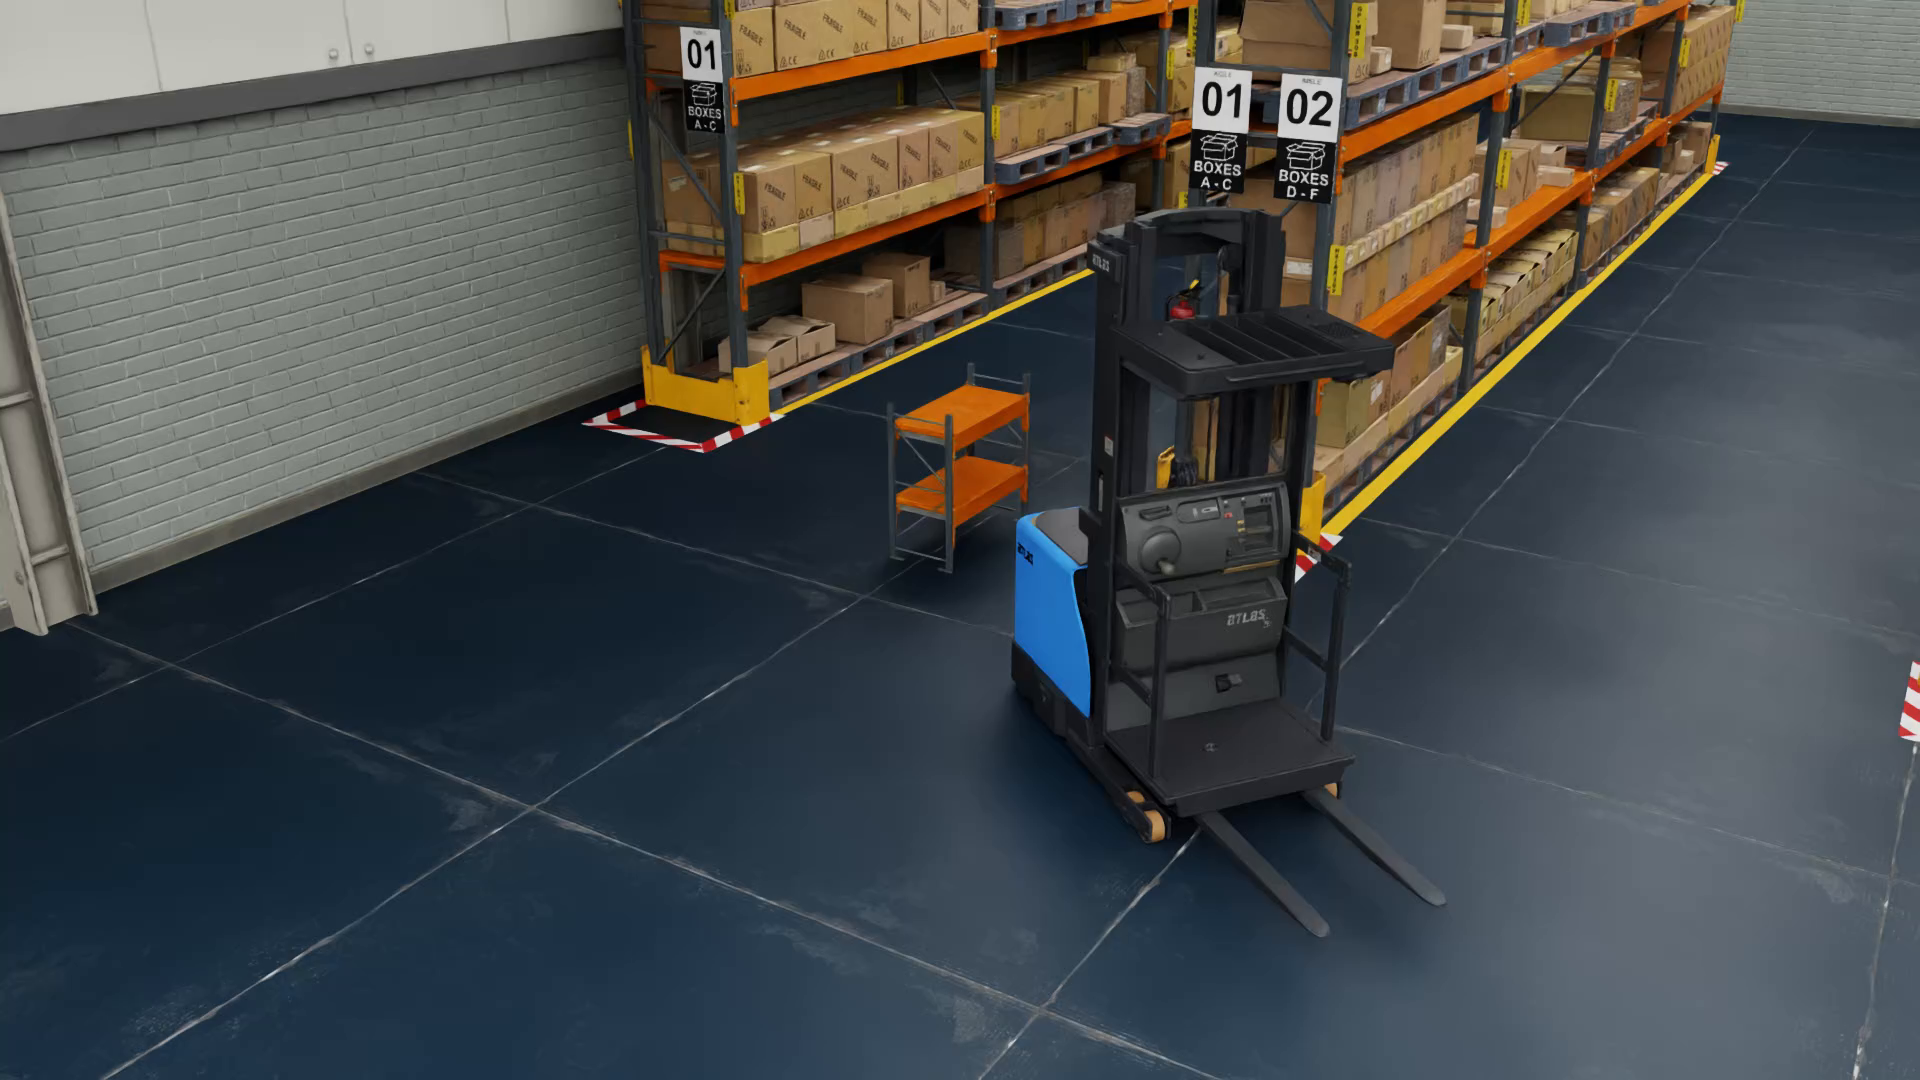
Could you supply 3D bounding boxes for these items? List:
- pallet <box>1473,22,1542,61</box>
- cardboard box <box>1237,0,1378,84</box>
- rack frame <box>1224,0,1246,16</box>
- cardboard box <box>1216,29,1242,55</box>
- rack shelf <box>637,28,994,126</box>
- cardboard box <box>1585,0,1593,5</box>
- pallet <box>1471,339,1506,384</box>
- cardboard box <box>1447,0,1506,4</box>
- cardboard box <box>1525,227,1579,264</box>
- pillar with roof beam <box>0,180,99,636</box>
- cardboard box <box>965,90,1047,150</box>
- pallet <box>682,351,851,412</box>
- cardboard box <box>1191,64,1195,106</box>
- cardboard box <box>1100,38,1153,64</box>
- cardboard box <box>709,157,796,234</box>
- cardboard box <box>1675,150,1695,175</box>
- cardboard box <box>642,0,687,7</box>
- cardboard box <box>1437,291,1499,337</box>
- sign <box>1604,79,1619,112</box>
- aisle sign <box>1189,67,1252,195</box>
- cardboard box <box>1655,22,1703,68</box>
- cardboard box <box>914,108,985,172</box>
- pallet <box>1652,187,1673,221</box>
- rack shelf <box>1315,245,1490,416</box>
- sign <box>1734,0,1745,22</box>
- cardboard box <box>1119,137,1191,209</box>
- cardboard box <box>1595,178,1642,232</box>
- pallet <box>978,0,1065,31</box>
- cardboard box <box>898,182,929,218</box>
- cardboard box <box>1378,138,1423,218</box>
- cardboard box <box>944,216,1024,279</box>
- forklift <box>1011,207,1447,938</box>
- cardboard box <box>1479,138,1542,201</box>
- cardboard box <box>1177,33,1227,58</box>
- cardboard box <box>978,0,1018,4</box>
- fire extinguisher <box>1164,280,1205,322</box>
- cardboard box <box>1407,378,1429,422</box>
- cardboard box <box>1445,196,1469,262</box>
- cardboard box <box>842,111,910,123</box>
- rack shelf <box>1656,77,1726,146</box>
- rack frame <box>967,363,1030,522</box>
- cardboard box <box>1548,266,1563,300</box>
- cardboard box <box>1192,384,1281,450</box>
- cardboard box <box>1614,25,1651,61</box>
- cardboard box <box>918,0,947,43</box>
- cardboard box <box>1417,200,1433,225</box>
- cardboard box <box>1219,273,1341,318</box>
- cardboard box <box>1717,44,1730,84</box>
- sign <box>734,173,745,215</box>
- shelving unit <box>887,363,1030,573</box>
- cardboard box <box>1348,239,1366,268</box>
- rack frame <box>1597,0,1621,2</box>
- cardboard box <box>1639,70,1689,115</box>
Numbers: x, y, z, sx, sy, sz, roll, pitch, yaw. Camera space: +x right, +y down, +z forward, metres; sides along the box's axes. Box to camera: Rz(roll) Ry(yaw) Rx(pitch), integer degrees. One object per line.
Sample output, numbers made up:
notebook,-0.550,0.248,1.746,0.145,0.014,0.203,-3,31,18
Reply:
pallet,4.549,-4.385,14.568,0.805,0.209,1.217,13,26,27
cardboard box,2.292,-3.319,11.031,0.797,0.503,0.637,16,28,33
rack frame,4.104,-6.532,23.064,1.000,3.000,0.127,14,27,29
cardboard box,3.260,-6.342,21.155,0.500,0.250,0.500,13,27,28
rack shelf,-1.171,-4.204,14.815,1.077,0.370,4.000,14,27,29
cardboard box,6.013,-5.481,16.520,0.500,0.250,0.500,12,26,25
pallet,4.450,-1.773,15.579,1.003,0.211,1.213,14,27,29
cardboard box,4.454,-4.840,14.095,0.500,0.500,0.500,14,27,30
cardboard box,6.138,-3.105,17.374,0.500,0.311,0.500,15,27,30
pillar with roof beam,-2.099,-2.726,6.719,9.100,9.000,0.400,14,27,29
cardboard box,0.483,-4.432,17.532,0.700,0.500,0.500,17,29,34
pallet,-1.727,-1.495,14.938,1.003,0.211,1.213,14,27,29
cardboard box,2.752,-5.659,20.521,0.500,0.500,0.500,15,28,31
cardboard box,2.013,-5.925,20.193,0.500,0.250,0.500,15,27,30
cardboard box,-1.718,-2.865,13.812,0.500,0.500,0.500,14,27,29
cardboard box,9.821,-5.236,22.977,0.500,0.250,0.500,14,27,29
cardboard box,-2.220,-4.573,13.353,0.500,0.500,0.500,15,28,31
cardboard box,4.524,-2.071,14.985,0.500,0.311,0.500,14,27,29
sign,6.678,-4.562,17.054,0.100,0.325,0.005,14,27,29
aisle sign,1.701,-2.678,10.888,0.394,0.787,0.004,14,27,29
cardboard box,9.074,-6.275,21.084,0.500,0.500,0.500,13,27,27
cardboard box,-0.102,-3.892,16.185,0.500,0.500,0.500,14,27,29
pallet,8.678,-4.447,21.758,1.003,0.211,1.213,14,27,29
rack shelf,3.040,-1.790,13.015,1.077,0.370,4.000,14,27,29
sign,10.886,-7.399,23.210,0.100,0.325,0.005,14,27,29
cardboard box,2.494,-4.609,20.799,0.750,0.750,0.750,13,27,28
cardboard box,7.765,-3.989,19.782,0.500,0.500,0.500,14,27,30
pallet,0.301,-5.309,16.698,1.213,0.211,1.003,14,27,29
cardboard box,-0.630,-3.210,15.553,0.500,0.250,0.500,14,27,29
cardboard box,3.072,-2.777,12.631,0.700,0.500,0.500,14,27,29
cardboard box,0.259,-3.139,17.818,0.700,0.500,0.500,15,28,31
forklift,1.313,-0.026,8.121,1.130,2.935,3.031,-9,25,-20
cardboard box,5.334,-3.622,16.214,0.500,0.500,0.500,12,26,26
cardboard box,2.996,-6.168,20.754,0.500,0.250,0.500,14,27,29
cardboard box,0.241,-5.615,16.515,0.500,0.500,0.500,18,30,36
fire extinguisher,1.528,-1.467,11.461,0.296,0.674,0.183,14,27,29
cardboard box,3.513,-1.185,13.645,0.500,0.250,0.500,14,27,29
cardboard box,3.866,-2.690,14.063,0.700,0.500,0.500,13,27,28
cardboard box,-0.817,-3.828,16.037,0.500,0.500,0.500,14,27,29
rack shelf,9.370,-5.840,22.371,1.077,0.370,4.000,14,27,29
rack frame,0.272,-0.690,11.928,0.500,1.125,0.032,14,27,29
cardboard box,5.866,-2.673,17.081,0.500,0.250,0.500,14,27,28
cardboard box,2.015,-0.964,12.189,0.500,0.500,0.500,14,27,29
cardboard box,8.362,-6.225,20.970,0.500,0.500,0.500,14,27,29
cardboard box,-0.450,-4.874,15.306,0.500,0.500,0.500,11,26,25
cardboard box,3.462,-2.574,12.978,0.380,0.149,0.250,15,27,30
cardboard box,2.242,-1.646,11.651,0.700,0.500,0.500,14,27,29
cardboard box,10.420,-6.683,23.287,0.500,0.500,0.500,15,27,31
sign,-1.764,-2.766,13.274,0.100,0.325,0.005,14,27,29
shelving unit,0.004,-0.518,11.532,0.538,1.125,1.048,14,27,29
cardboard box,2.645,-2.050,11.767,0.380,0.149,0.250,14,27,29
rack frame,6.205,-6.899,16.358,1.000,3.000,0.127,14,27,29
cardboard box,8.815,-5.656,20.914,0.500,0.500,0.500,15,27,30
